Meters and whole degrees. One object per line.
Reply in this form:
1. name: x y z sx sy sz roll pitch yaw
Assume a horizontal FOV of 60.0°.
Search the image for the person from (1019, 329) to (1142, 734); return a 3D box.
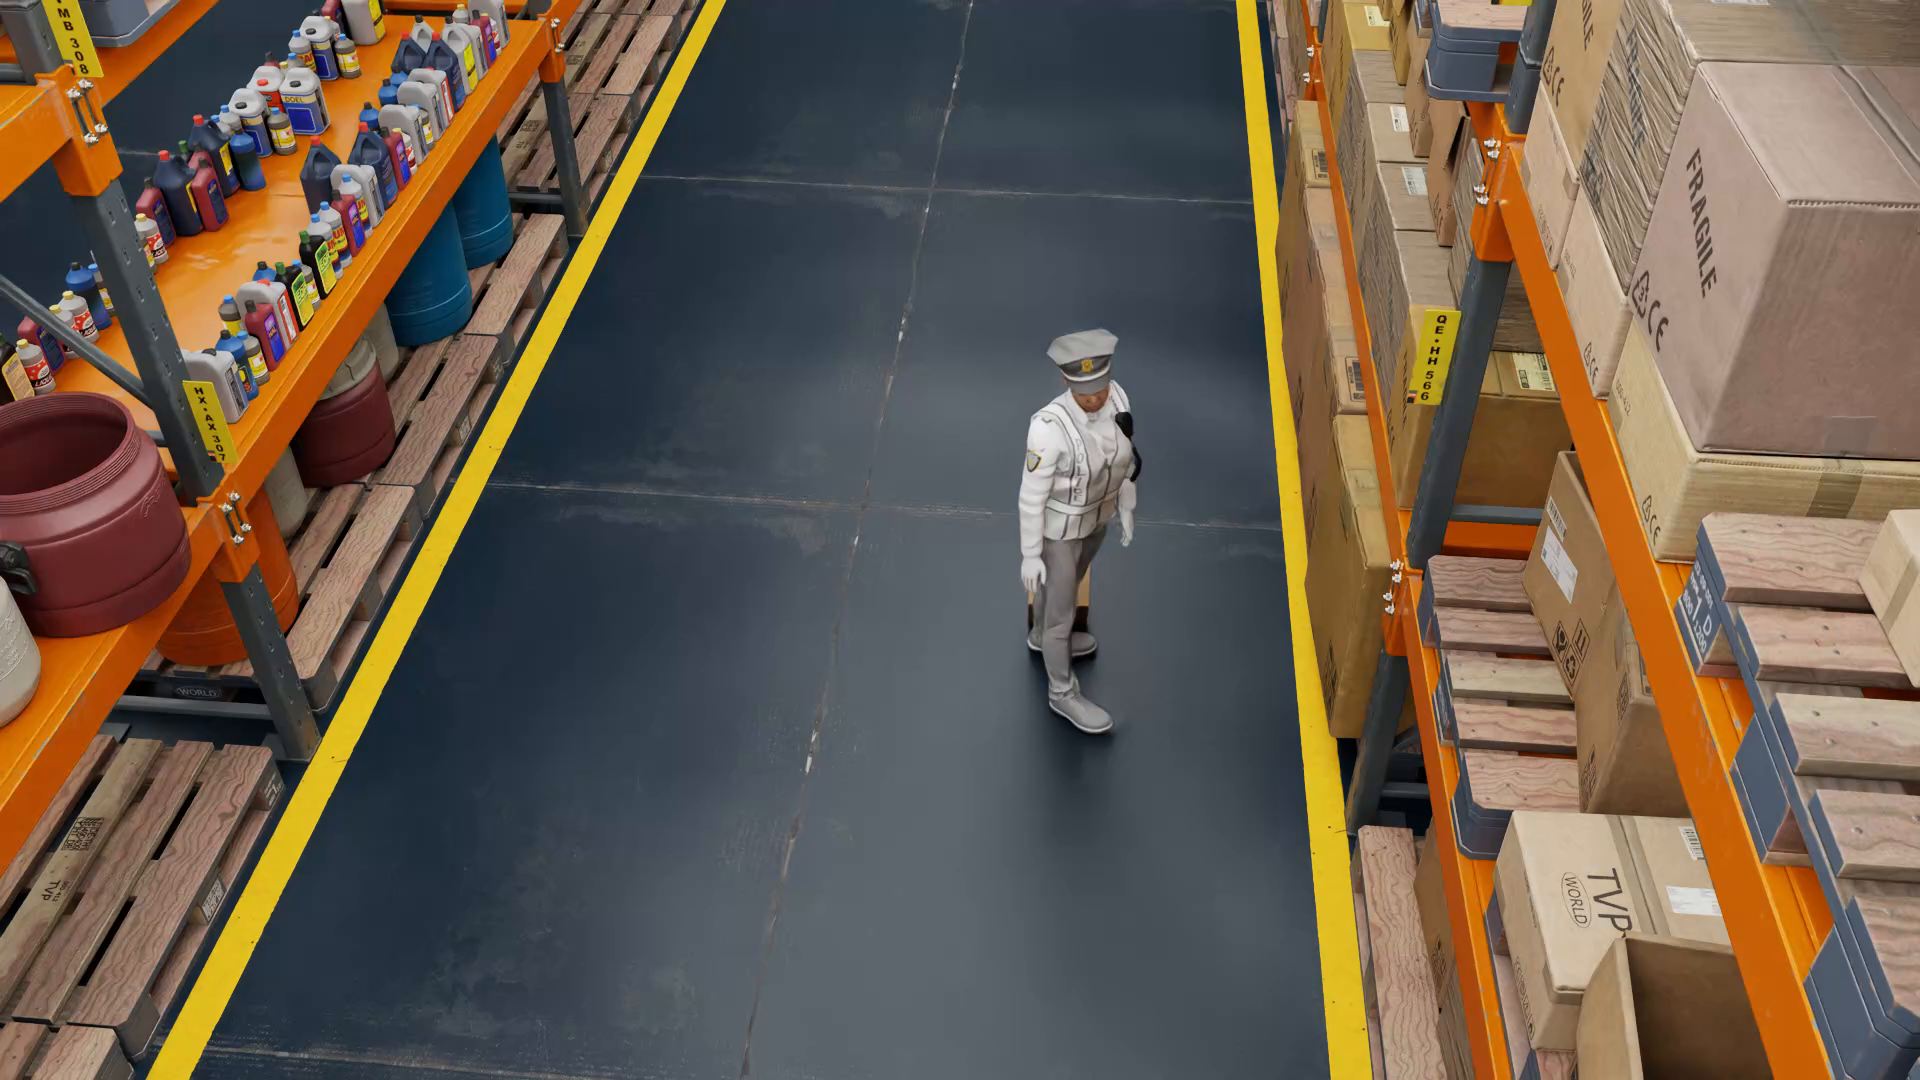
1. person: 0.440 -0.041 6.164 0.571 1.661 0.554 30 49 30
